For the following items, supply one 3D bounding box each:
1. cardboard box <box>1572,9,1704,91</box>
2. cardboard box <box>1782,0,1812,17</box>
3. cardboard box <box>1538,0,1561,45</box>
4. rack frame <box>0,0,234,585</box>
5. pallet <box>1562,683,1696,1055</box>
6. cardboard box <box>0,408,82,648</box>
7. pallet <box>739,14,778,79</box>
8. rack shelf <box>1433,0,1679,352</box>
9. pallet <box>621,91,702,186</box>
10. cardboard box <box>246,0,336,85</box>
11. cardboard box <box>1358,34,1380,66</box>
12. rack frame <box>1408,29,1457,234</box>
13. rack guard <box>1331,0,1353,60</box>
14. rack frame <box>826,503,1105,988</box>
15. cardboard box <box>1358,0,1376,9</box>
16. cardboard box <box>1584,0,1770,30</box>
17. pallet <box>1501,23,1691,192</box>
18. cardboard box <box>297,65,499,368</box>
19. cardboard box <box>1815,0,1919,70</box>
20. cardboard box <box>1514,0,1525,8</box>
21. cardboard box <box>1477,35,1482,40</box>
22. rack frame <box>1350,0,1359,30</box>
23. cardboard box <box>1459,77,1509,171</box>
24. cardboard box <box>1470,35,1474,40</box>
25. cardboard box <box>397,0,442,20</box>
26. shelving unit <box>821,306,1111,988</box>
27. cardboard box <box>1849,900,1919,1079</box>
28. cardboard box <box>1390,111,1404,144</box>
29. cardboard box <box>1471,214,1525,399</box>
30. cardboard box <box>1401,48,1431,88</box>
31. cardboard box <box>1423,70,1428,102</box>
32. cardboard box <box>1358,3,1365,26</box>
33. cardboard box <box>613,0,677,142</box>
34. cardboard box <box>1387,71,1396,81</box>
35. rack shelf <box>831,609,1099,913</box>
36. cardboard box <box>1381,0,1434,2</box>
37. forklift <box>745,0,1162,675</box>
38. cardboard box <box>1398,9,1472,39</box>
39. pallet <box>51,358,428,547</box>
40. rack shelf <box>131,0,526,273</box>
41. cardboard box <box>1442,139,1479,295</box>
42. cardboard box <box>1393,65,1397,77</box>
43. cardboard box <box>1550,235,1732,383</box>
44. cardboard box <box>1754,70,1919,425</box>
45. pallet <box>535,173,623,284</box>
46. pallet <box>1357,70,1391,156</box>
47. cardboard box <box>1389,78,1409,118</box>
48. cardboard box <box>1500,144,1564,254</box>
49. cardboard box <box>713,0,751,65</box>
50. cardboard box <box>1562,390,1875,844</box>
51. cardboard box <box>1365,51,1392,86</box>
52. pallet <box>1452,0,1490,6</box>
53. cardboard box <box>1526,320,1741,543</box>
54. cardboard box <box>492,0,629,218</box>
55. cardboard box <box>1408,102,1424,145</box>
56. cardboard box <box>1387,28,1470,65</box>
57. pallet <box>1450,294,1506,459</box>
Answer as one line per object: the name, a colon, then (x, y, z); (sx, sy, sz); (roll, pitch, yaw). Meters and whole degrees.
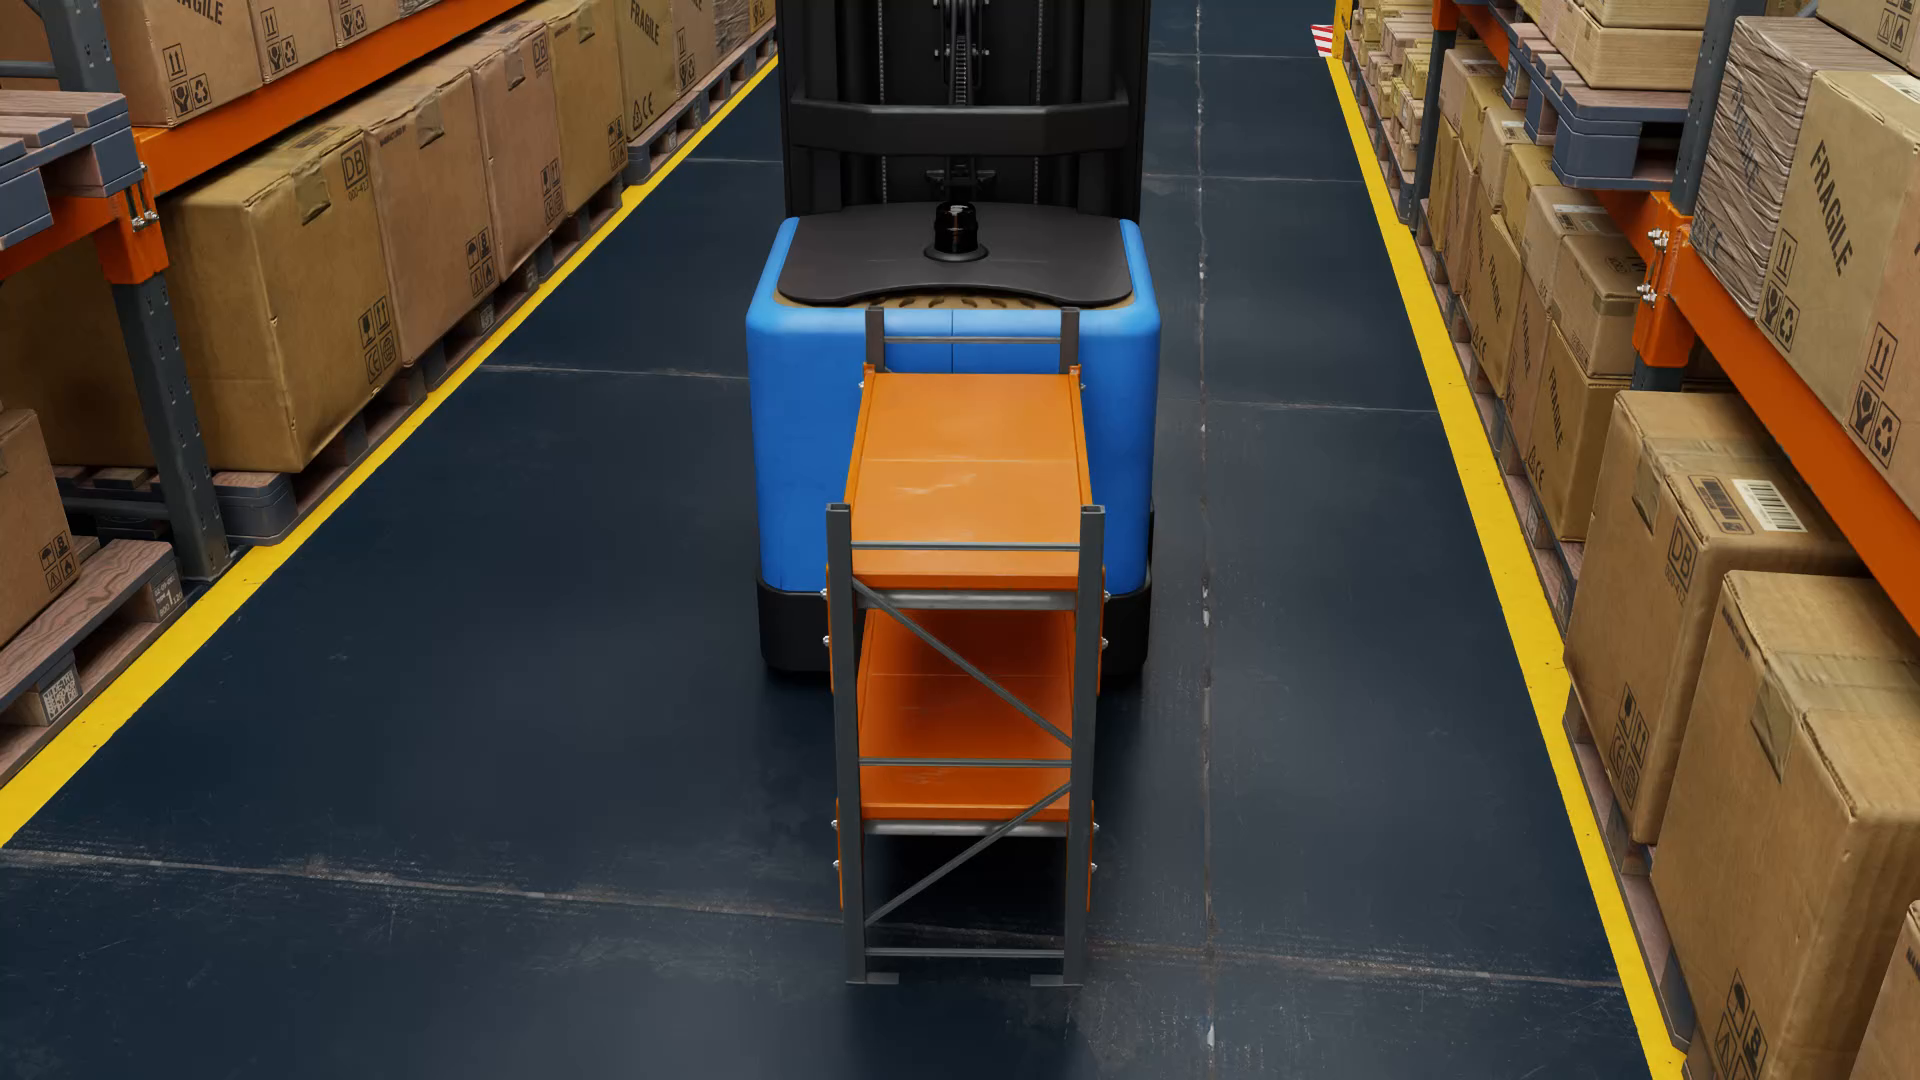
cardboard box: (1.780, -1.241, 4.213); (0.380, 0.149, 0.250); (4, 29, 7)
cardboard box: (2.497, -1.434, 4.571); (0.380, 0.149, 0.250); (5, 29, 9)
cardboard box: (1.844, -1.479, 4.654); (0.380, 0.149, 0.250); (4, 29, 7)
rack frame: (-2.734, -1.243, 4.395); (1.000, 3.000, 0.127); (3, 28, 6)
pallet: (2.005, 0.687, 3.753); (1.003, 0.211, 1.213); (3, 28, 6)
cardboard box: (-2.796, -0.020, 4.296); (0.700, 0.500, 0.500); (2, 28, 4)
pallet: (-1.774, -3.400, 11.339); (1.003, 0.211, 1.213); (3, 28, 6)
rack shelf: (2.421, -1.532, 5.690); (1.077, 0.370, 4.000); (3, 28, 6)
pallet: (-2.073, -2.252, 9.208); (1.003, 0.211, 1.213); (3, 28, 6)
cardboard box: (-2.344, -1.743, 5.218); (0.500, 0.500, 0.500); (3, 28, 5)
cardboard box: (2.660, -3.016, 10.248); (0.380, 0.149, 0.250); (4, 29, 7)
rack frame: (2.666, -2.790, 7.267); (1.000, 3.000, 0.127); (3, 28, 6)
rack guard: (3.147, -3.537, 11.288); (1.175, 0.500, 0.348); (3, 28, 6)
rack frame: (0.010, 0.438, 3.252); (0.500, 1.125, 0.032); (1, 28, 1)
cardboard box: (2.682, -3.390, 10.316); (0.380, 0.149, 0.250); (3, 28, 6)
cardboard box: (1.785, -1.372, 4.142); (0.380, 0.149, 0.250); (4, 29, 7)
pallet: (2.158, -1.165, 4.452); (1.213, 0.211, 1.003); (3, 28, 6)
cardboard box: (-2.512, -1.236, 6.178); (1.225, 0.875, 0.875); (3, 29, 6)
cardboard box: (2.111, -1.181, 3.120); (0.700, 0.500, 0.500); (3, 28, 6)
cardboard box: (1.909, -1.723, 5.107); (0.380, 0.149, 0.250); (2, 28, 4)
cardboard box: (3.062, -2.753, 9.132); (0.380, 0.149, 0.250); (2, 28, 4)
rack frame: (3.156, -4.673, 10.762); (1.000, 3.000, 0.127); (3, 28, 6)
cardboard box: (2.251, -1.622, 6.500); (0.500, 0.250, 0.500); (4, 29, 8)
cardboard box: (3.178, -3.104, 10.098); (0.380, 0.149, 0.250); (3, 28, 6)
cardboard box: (-2.221, -2.220, 6.102); (0.500, 0.500, 0.500); (3, 29, 6)
shelving unit: (0.019, 0.197, 3.699); (0.538, 1.125, 1.048); (1, 28, 1)
cardboard box: (1.795, 1.030, 2.105); (1.050, 0.750, 0.750); (3, 28, 6)
cardboard box: (2.459, -2.170, 8.679); (0.380, 0.149, 0.250); (2, 28, 5)
cardboard box: (2.113, -0.811, 5.785); (0.500, 0.500, 0.500); (2, 28, 4)
cardboard box: (2.467, -2.405, 8.487); (0.380, 0.149, 0.250); (3, 28, 6)
cardboard box: (2.451, -2.165, 8.041); (0.380, 0.149, 0.250); (4, 29, 8)
cardboard box: (2.748, -3.377, 10.605); (0.380, 0.149, 0.250); (3, 28, 6)
cardboard box: (-2.084, -2.682, 8.863); (0.875, 0.875, 0.875); (3, 28, 6)
cardboard box: (2.601, -2.531, 9.348); (0.380, 0.149, 0.250); (4, 29, 7)
rack shelf: (0.019, 0.412, 3.815); (0.538, 0.278, 1.000); (1, 28, 1)
cardboard box: (2.691, -3.139, 9.849); (0.380, 0.149, 0.250); (4, 29, 8)
forklift: (0.014, -1.589, 5.109); (1.130, 2.935, 3.031); (1, 28, 1)
cardboard box: (2.677, -2.894, 9.394); (0.380, 0.149, 0.250); (3, 29, 6)
pallet: (-2.563, -0.382, 5.737); (1.003, 0.211, 1.213); (3, 28, 6)
rack shelf: (-2.489, -1.868, 6.313); (1.077, 0.370, 4.000); (3, 28, 6)
cardboard box: (2.249, -1.293, 6.681); (0.500, 0.500, 0.500); (5, 29, 8)
cardboard box: (2.618, -2.632, 9.221); (0.380, 0.149, 0.250); (2, 28, 4)
cardboard box: (2.000, -0.659, 4.713); (0.500, 0.250, 0.500); (3, 28, 5)
cardboard box: (1.794, -0.516, 2.941); (0.500, 0.500, 0.500); (3, 28, 6)
pallet: (-2.264, -1.531, 7.869); (1.003, 0.211, 1.213); (3, 28, 6)
pallet: (2.860, -2.457, 9.588); (1.003, 0.211, 1.213); (3, 28, 6)
cardboard box: (2.425, -2.273, 8.556); (0.380, 0.149, 0.250); (2, 28, 4)
cardboard box: (2.129, -1.136, 5.598); (0.500, 0.250, 0.500); (4, 29, 7)
cardboard box: (-1.865, -3.524, 10.427); (0.875, 0.875, 0.875); (3, 28, 6)
cardboard box: (2.012, 0.179, 3.684); (1.050, 0.750, 0.750); (3, 28, 6)
cardboard box: (2.606, -2.778, 9.807); (0.380, 0.149, 0.250); (2, 28, 4)
pallet: (2.428, -2.355, 6.660); (1.003, 0.211, 1.213); (3, 28, 6)
cardboard box: (1.997, -0.317, 4.868); (0.500, 0.500, 0.500); (3, 28, 6)
cardboard box: (-2.303, -2.073, 7.733); (1.225, 0.875, 0.875); (3, 29, 6)
cardboard box: (2.389, -2.018, 8.082); (0.380, 0.149, 0.250); (4, 29, 7)
cardboard box: (2.517, -2.655, 8.952); (0.380, 0.149, 0.250); (2, 28, 4)
pallet: (2.425, -0.620, 6.179); (1.003, 0.211, 1.213); (3, 28, 6)
